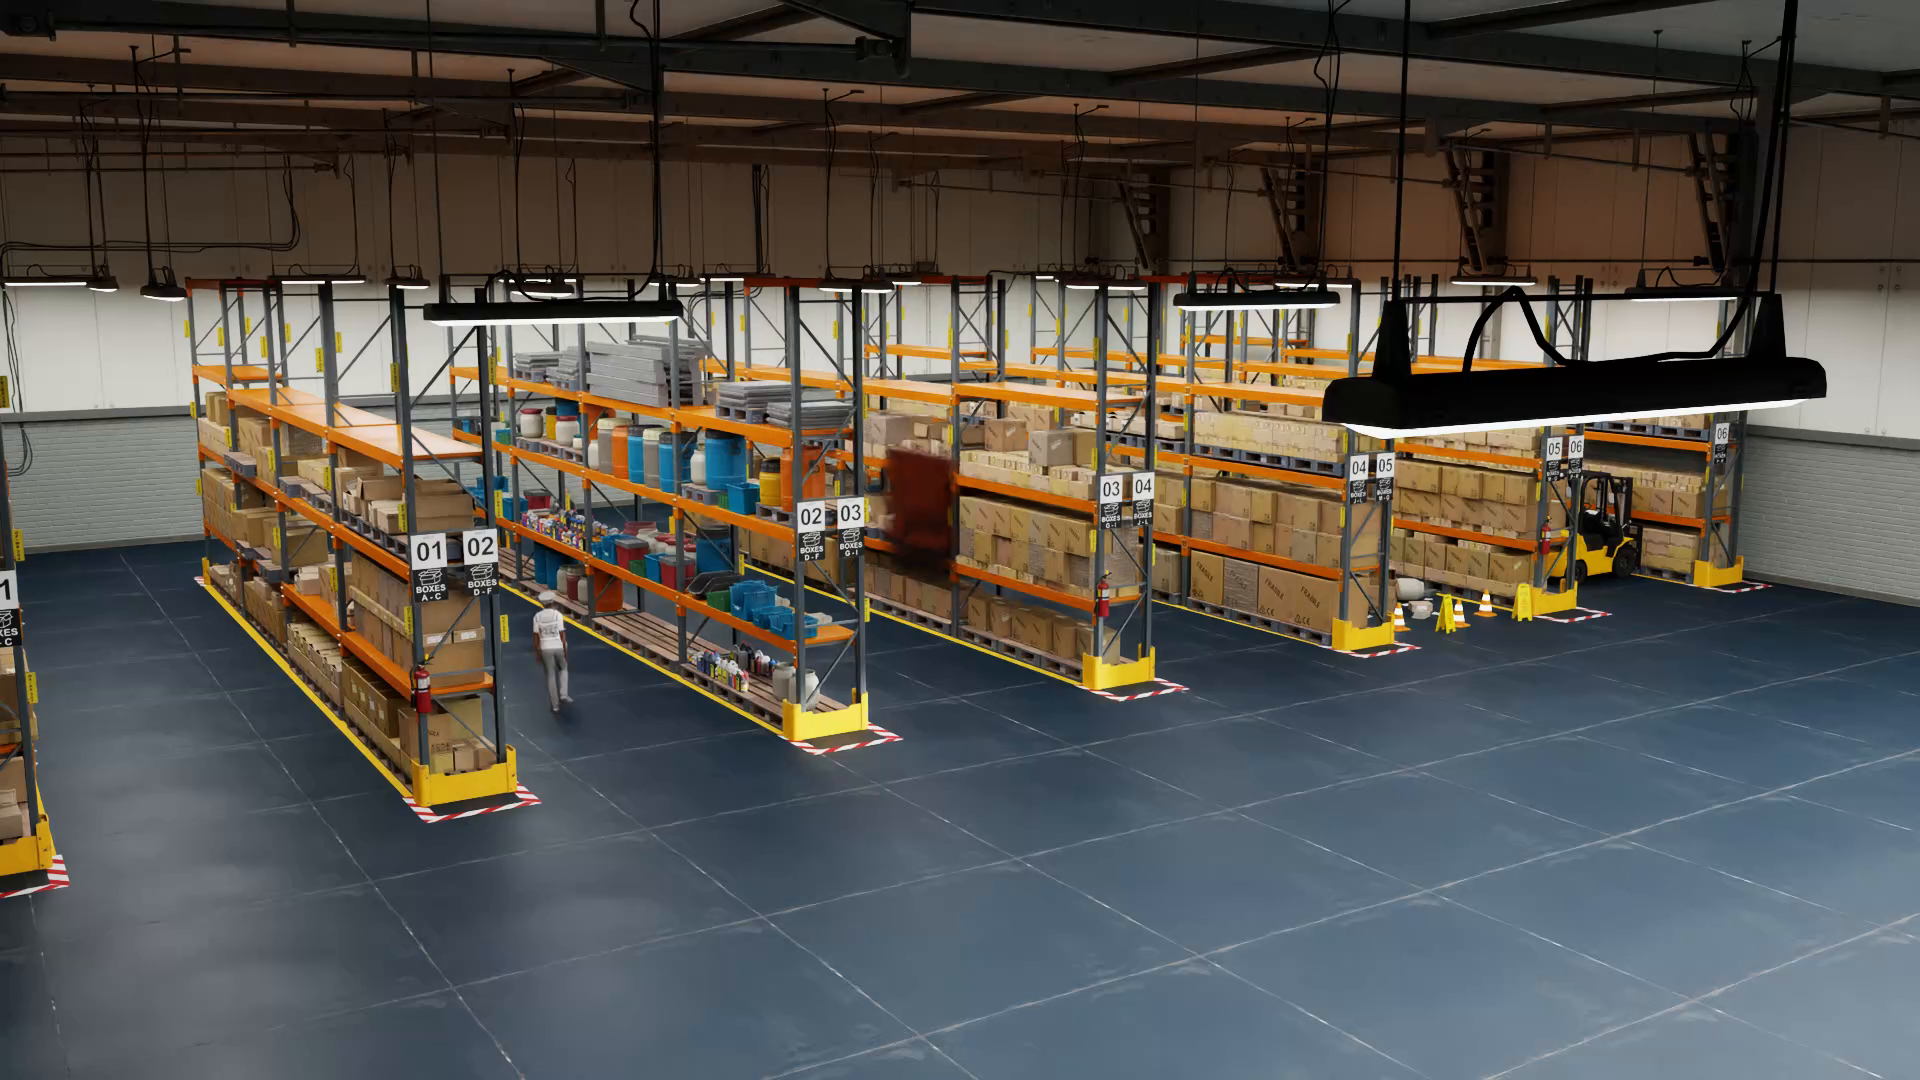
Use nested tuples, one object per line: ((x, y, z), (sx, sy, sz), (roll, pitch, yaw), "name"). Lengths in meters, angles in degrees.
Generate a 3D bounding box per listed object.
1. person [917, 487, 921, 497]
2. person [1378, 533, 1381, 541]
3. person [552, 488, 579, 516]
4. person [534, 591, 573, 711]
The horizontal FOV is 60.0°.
((-1.023, -1.957, 44.698), (0.465, 1.606, 0.877), (6, 11, 30), "person")
((9.403, -0.815, 37.511), (0.462, 1.777, 0.552), (6, 11, 32), "person")
((-8.141, -0.255, 34.390), (1.031, 1.680, 0.580), (9, 13, 42), "person")
((-5.775, 1.575, 23.587), (0.498, 1.665, 0.456), (-4, 10, -20), "person")
